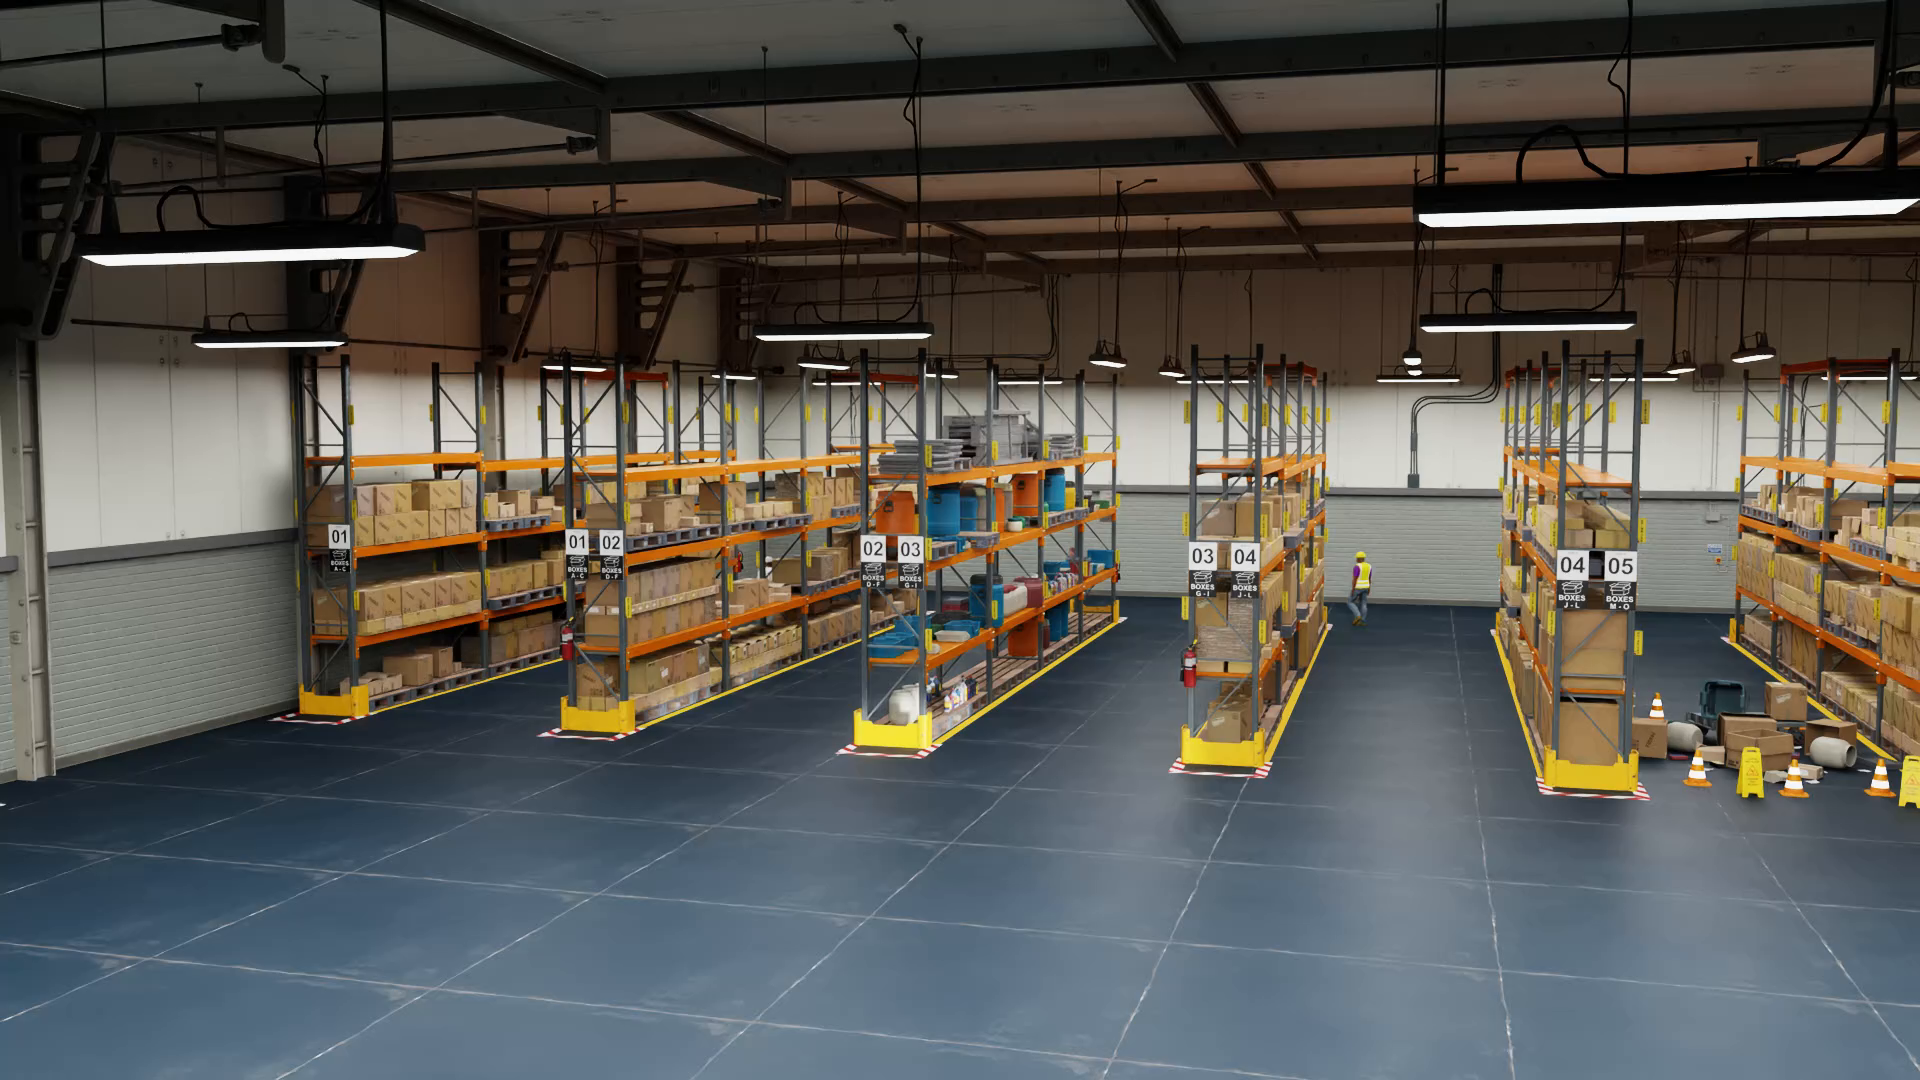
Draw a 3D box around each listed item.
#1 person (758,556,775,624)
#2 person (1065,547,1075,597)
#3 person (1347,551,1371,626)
[{"bbox_3d":[-4.436,1.251,38.388,0.610,1.765,0.512,4,6,42],"label":"person"},{"bbox_3d":[3.043,0.927,44.043,0.546,1.513,0.792,2,5,27],"label":"person"},{"bbox_3d":[9.508,1.152,39.479,0.616,1.766,0.462,-2,5,-30],"label":"person"}]
